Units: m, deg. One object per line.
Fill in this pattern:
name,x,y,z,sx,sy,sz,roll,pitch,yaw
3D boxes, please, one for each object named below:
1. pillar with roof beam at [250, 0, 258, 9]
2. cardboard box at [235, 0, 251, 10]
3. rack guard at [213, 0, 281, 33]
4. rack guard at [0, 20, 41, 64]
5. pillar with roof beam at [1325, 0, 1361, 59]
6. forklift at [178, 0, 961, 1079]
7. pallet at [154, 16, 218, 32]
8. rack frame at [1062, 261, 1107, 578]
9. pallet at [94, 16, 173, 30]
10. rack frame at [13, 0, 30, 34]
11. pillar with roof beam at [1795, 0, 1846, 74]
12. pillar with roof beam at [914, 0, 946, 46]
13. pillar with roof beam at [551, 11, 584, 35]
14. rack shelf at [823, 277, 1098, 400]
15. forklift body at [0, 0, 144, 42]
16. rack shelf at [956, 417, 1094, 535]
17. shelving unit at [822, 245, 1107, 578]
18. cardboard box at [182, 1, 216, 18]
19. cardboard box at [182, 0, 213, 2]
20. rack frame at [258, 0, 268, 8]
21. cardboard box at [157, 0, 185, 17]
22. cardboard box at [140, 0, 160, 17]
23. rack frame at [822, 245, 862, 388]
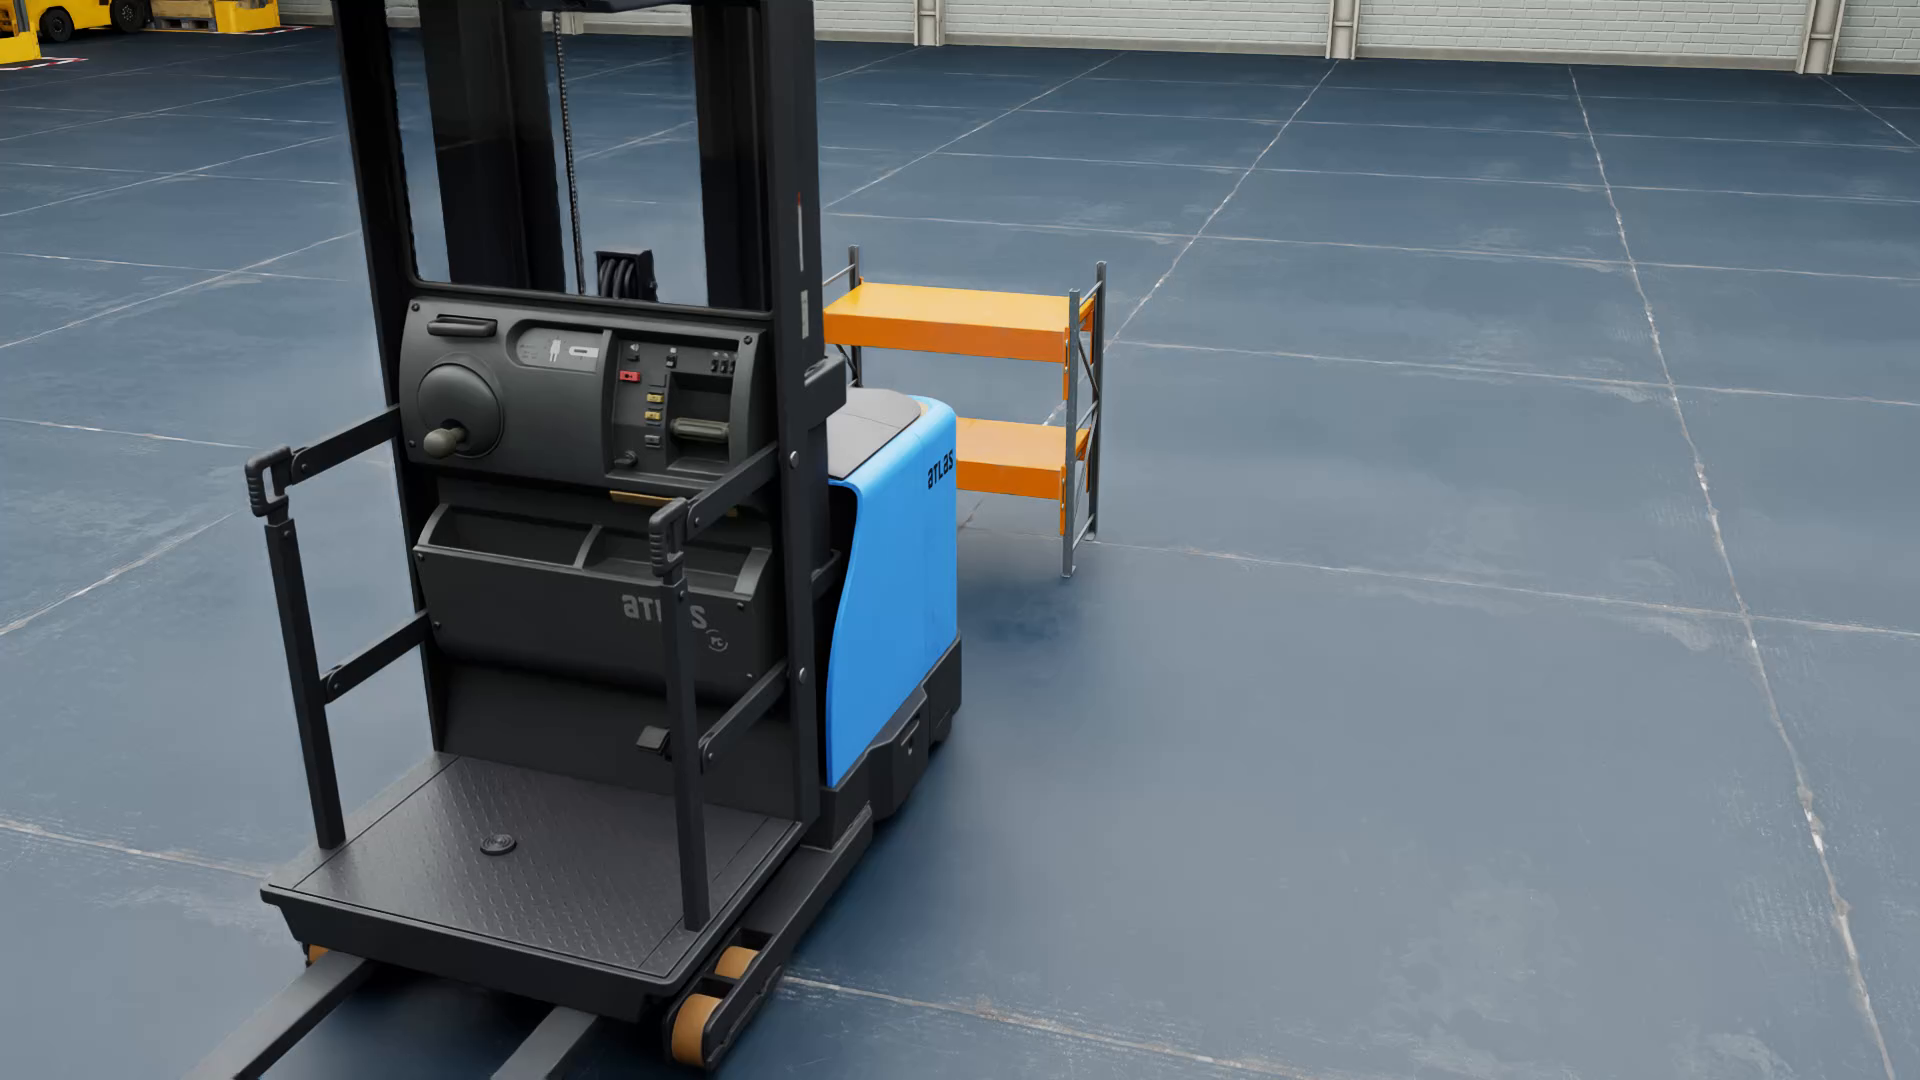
pillar with roof beam,-13.180,-11.281,22.413,0.400,9.000,9.100,7,23,16
cardboard box,-11.944,-8.712,27.127,0.500,0.250,0.500,7,23,16
rack guard,-11.507,-8.506,26.848,0.348,0.500,1.175,7,23,16
rack guard,-13.033,-6.713,22.478,0.348,0.500,1.175,7,23,16
pillar with roof beam,4.053,-9.307,17.603,0.400,9.000,9.100,7,23,16
forklift,-0.966,-0.320,3.687,1.130,2.935,3.031,8,24,18
pallet,-12.274,-8.444,27.077,1.213,0.211,1.003,7,23,16
rack frame,0.480,-0.465,6.422,0.032,1.125,0.500,7,23,16
pallet,-13.438,-8.578,27.405,1.213,0.211,1.003,7,23,15
rack frame,-12.960,-7.862,21.983,0.127,3.000,1.000,7,23,16
pillar with roof beam,9.797,-8.650,15.999,0.400,9.000,9.100,7,23,16
pillar with roof beam,-1.691,-9.965,19.206,0.400,9.000,9.100,7,23,16
pillar with roof beam,-7.435,-10.623,20.810,0.400,9.000,9.100,7,23,16
rack shelf,-0.006,-0.792,6.447,1.000,0.278,0.538,7,23,16
forklift body,-13.872,-8.818,25.432,1.214,2.155,2.313,7,23,16
rack shelf,-0.006,-0.295,6.651,1.000,0.278,0.538,7,23,16
shelving unit,-0.006,-0.521,6.558,1.048,1.125,0.538,7,23,16
cardboard box,-12.071,-8.524,26.668,0.500,0.250,0.500,7,23,16
cardboard box,-12.086,-8.759,26.581,0.500,0.250,0.500,6,23,15
rack frame,-11.530,-9.665,26.381,0.127,3.000,1.000,7,23,16
cardboard box,-12.544,-8.582,26.810,0.500,0.250,0.500,7,23,15
cardboard box,-13.021,-8.640,26.951,0.500,0.250,0.500,7,23,16
rack frame,-0.493,-0.577,6.694,0.032,1.125,0.500,7,23,16
